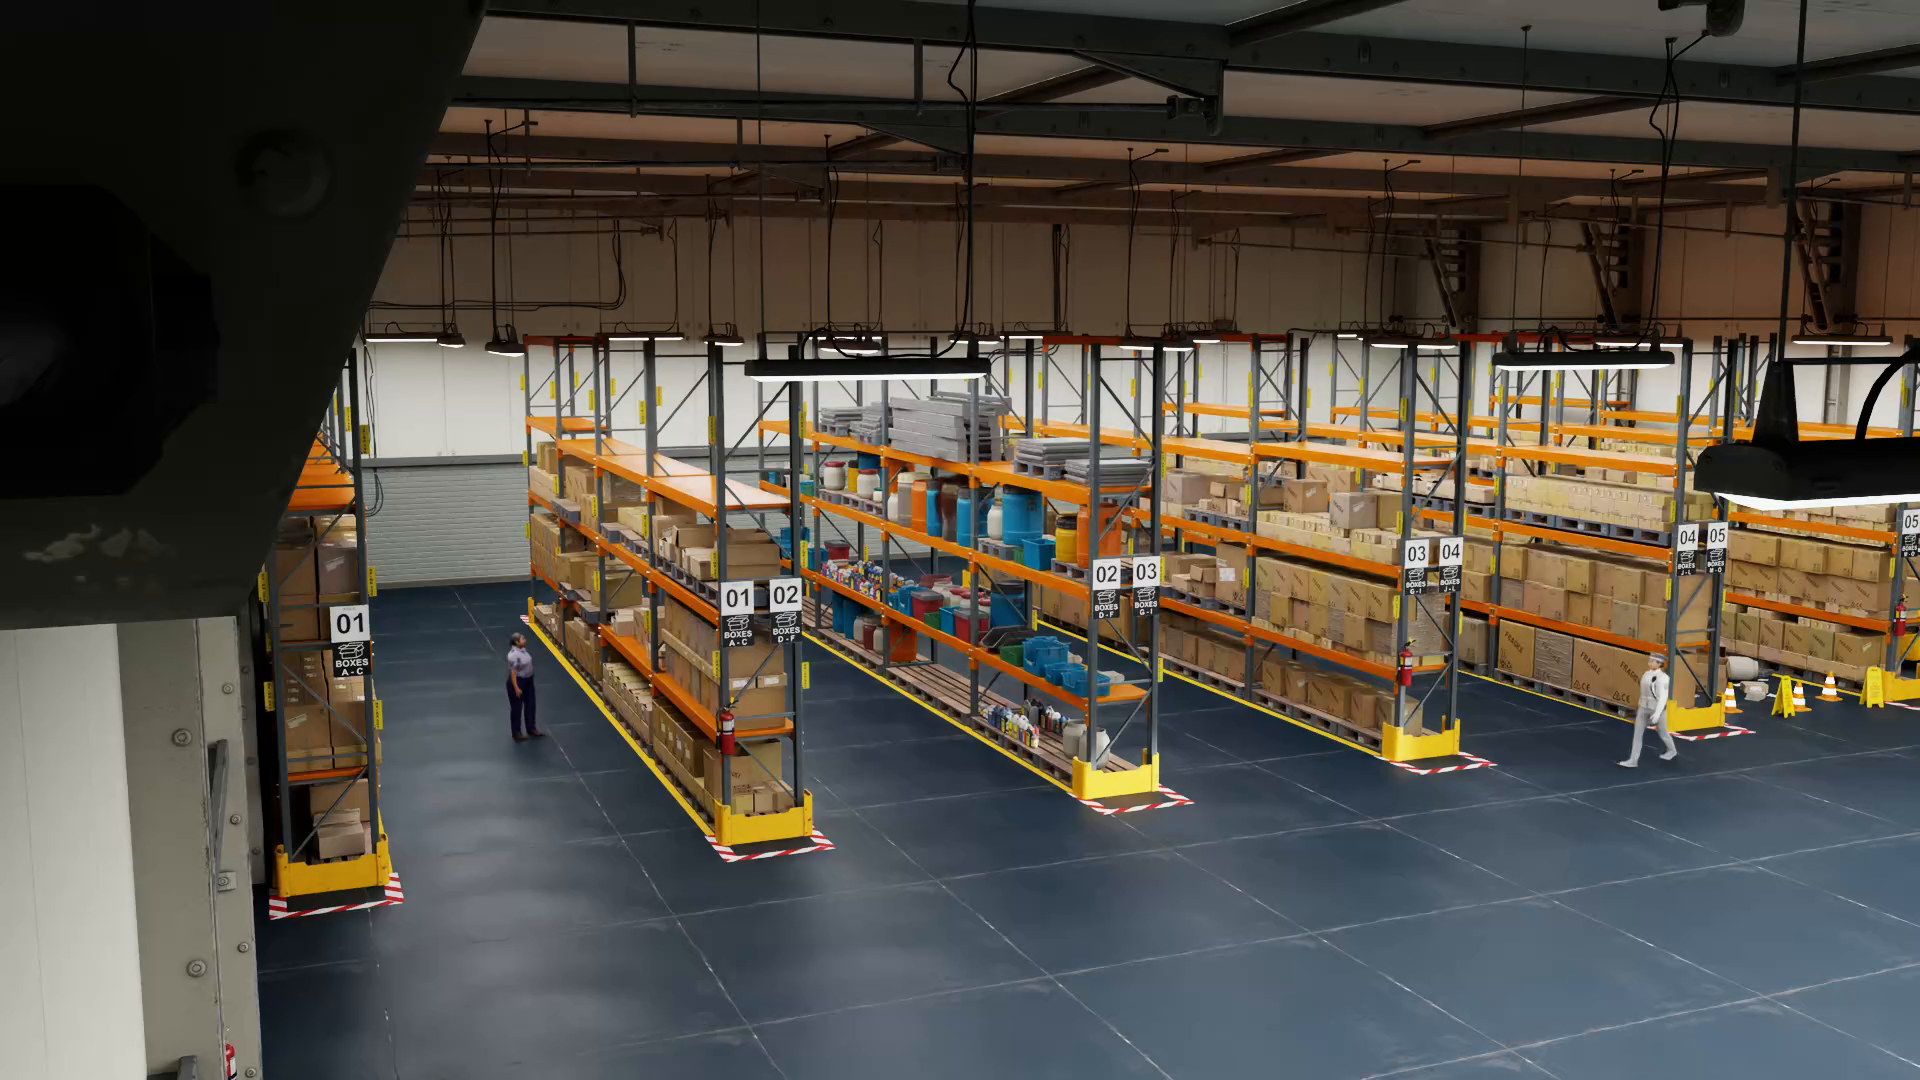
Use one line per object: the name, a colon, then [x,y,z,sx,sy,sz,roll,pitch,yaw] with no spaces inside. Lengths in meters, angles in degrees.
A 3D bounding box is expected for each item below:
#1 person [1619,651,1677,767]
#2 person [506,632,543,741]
person: [9.816,2.383,23.542,0.980,1.635,0.464,-6,10,-40]
person: [-6.619,2.196,25.117,0.377,1.649,0.550,4,8,26]
